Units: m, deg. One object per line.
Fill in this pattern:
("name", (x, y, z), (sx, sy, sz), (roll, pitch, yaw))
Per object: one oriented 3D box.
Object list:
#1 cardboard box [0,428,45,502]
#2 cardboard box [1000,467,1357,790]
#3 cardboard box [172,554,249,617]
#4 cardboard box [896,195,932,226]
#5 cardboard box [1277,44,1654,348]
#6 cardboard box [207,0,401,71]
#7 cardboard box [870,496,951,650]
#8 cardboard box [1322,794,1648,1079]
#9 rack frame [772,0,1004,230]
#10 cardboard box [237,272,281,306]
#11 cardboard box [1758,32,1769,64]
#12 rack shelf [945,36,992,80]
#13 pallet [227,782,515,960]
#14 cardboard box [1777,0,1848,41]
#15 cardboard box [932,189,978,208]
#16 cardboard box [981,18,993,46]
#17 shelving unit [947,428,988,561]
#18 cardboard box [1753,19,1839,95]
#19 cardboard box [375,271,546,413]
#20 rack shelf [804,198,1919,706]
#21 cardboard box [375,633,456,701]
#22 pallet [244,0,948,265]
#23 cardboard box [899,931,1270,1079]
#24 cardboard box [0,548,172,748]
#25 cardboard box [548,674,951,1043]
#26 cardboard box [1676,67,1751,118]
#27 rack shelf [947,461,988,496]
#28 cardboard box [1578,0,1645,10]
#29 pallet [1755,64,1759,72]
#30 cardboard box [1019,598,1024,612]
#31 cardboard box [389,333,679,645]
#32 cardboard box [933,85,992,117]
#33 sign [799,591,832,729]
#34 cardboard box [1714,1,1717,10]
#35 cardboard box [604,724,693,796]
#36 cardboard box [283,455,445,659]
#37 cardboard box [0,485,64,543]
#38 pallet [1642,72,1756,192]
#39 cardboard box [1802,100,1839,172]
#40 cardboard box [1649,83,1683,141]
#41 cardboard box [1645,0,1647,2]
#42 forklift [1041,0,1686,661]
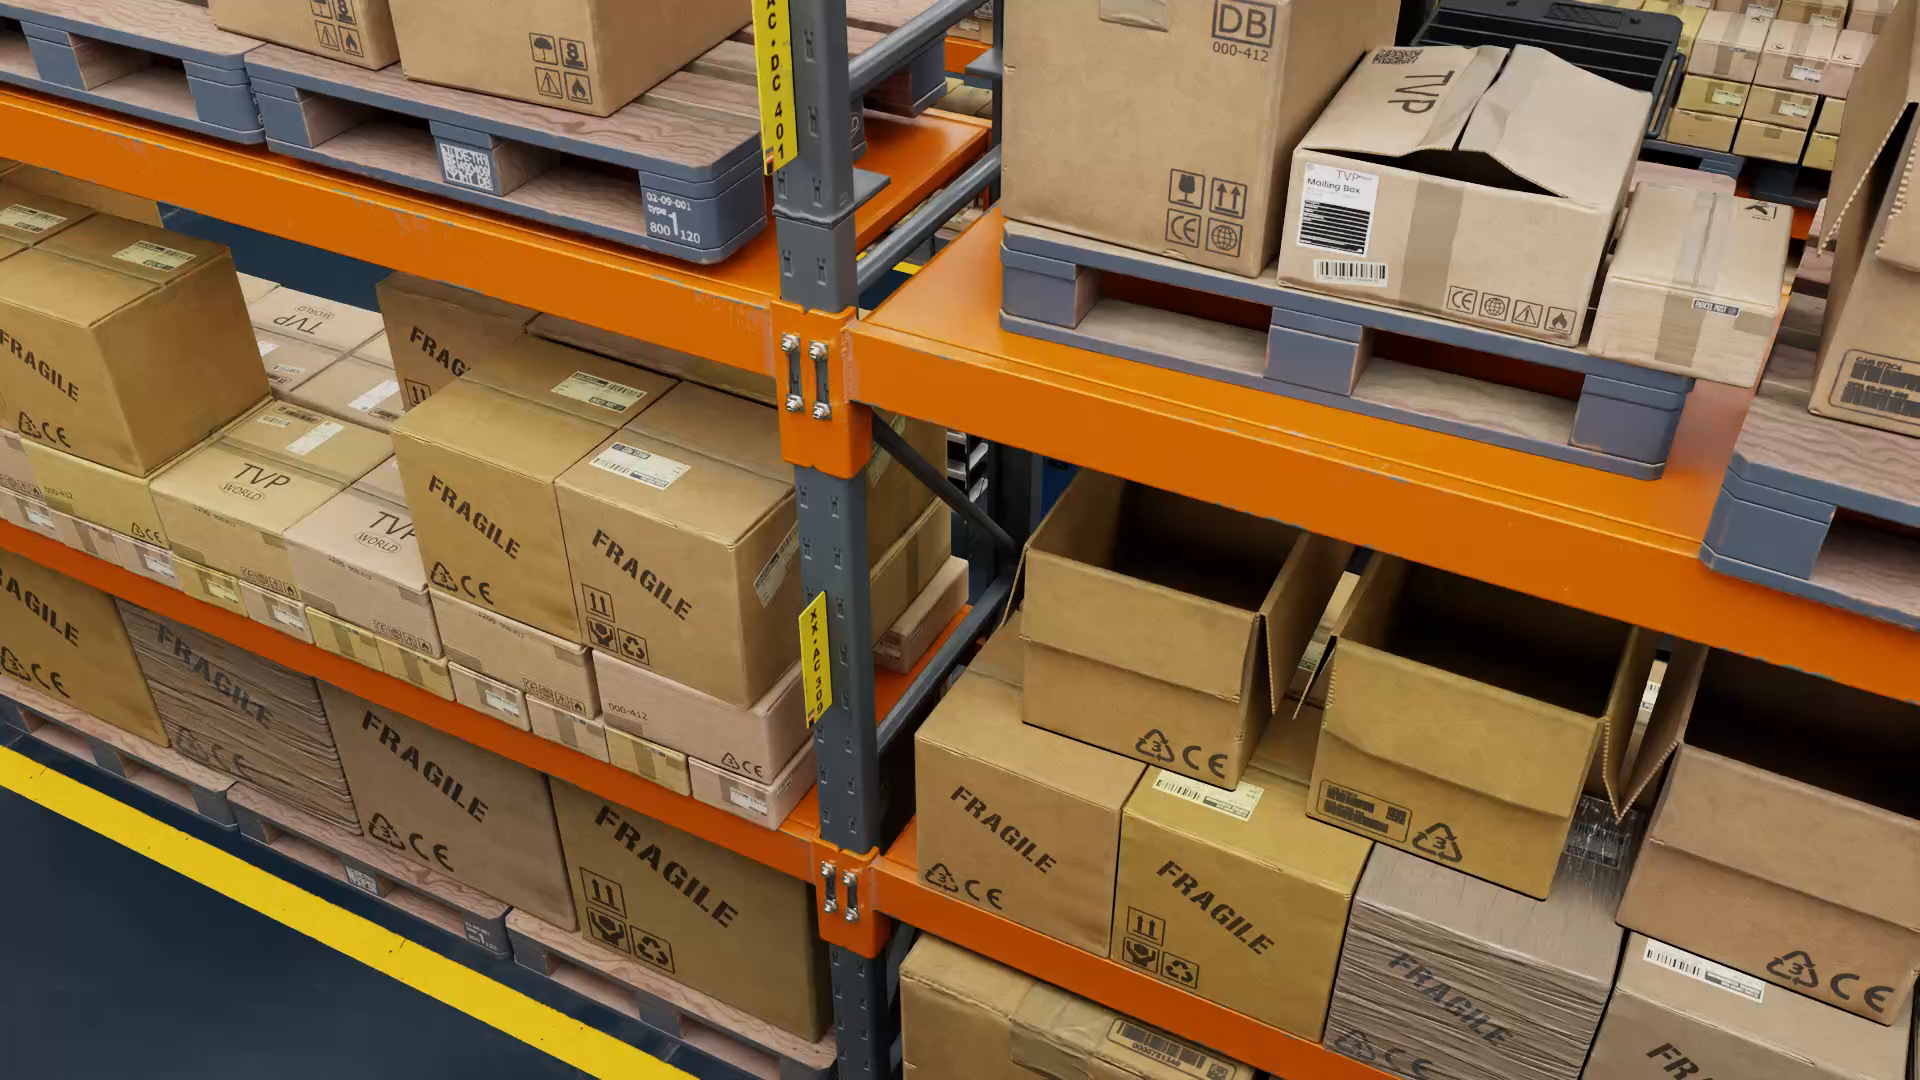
("cardboard box", (-2.846, -0.408, 5.185), (0.500, 0.250, 0.500), (17, 40, 21))
("cardboard box", (0.510, 0.077, 3.755), (0.637, 0.503, 0.797), (16, 40, 20))
("cardboard box", (-2.083, 0.034, 4.932), (0.250, 0.149, 0.380), (16, 40, 20))
("cardboard box", (-0.254, -1.894, 9.274), (0.250, 0.149, 0.380), (18, 41, 22))
("cardboard box", (0.872, -0.630, 2.844), (0.500, 0.311, 0.500), (16, 40, 20))
("cardboard box", (-1.259, -1.435, 3.667), (0.500, 0.500, 0.700), (19, 41, 24))
("cardboard box", (-0.358, 0.014, 4.629), (0.500, 0.250, 0.500), (17, 40, 21))
("cardboard box", (1.123, 0.845, 3.574), (0.500, 0.500, 0.500), (16, 40, 20))
("rack frame", (-0.061, -2.046, 2.503), (0.127, 3.000, 1.000), (17, 41, 21))
("cardboard box", (-2.611, -0.694, 5.561), (0.500, 0.250, 0.500), (17, 40, 21))
("cardboard box", (3.452, -2.256, 7.355), (0.250, 0.149, 0.380), (16, 40, 20))
("rack shelf", (0.534, -2.561, 8.738), (4.000, 0.370, 1.077), (17, 41, 21))
("pallet", (-1.788, 0.862, 5.940), (1.213, 0.211, 1.003), (17, 41, 21))
("cardboard box", (3.673, -2.298, 7.165), (0.250, 0.149, 0.380), (16, 40, 20))
("cardboard box", (0.037, -1.991, 9.156), (0.250, 0.149, 0.380), (15, 40, 19))
("cardboard box", (0.303, -2.631, 8.443), (0.250, 0.149, 0.380), (19, 41, 23))
("shelving unit", (-0.007, -0.361, 6.981), (0.210, 0.900, 0.258), (17, 41, 21))
("cardboard box", (3.373, -1.951, 6.707), (0.250, 0.149, 0.380), (17, 40, 21))
("cardboard box", (-1.267, -0.568, 4.775), (0.500, 0.500, 0.500), (16, 40, 20))
("rack shelf", (1.715, -0.009, 2.895), (4.000, 0.370, 1.077), (17, 41, 21))
("cardboard box", (-1.397, 0.249, 4.649), (0.250, 0.149, 0.380), (18, 41, 22))
("pallet", (-0.783, -1.049, 3.744), (1.213, 0.211, 1.003), (17, 41, 21))
("cardboard box", (0.516, 1.190, 4.612), (0.875, 0.875, 1.225), (18, 41, 22))
("cardboard box", (-3.008, 0.045, 6.119), (0.875, 0.875, 0.875), (17, 41, 21))
("cardboard box", (-0.610, 0.796, 5.130), (0.875, 0.875, 0.875), (17, 41, 21))
("cardboard box", (3.139, -1.906, 6.894), (0.250, 0.149, 0.380), (16, 40, 20))
("rack shelf", (-0.007, -0.262, 7.055), (0.200, 0.077, 0.258), (17, 41, 21))
("cardboard box", (2.698, -2.165, 6.989), (0.250, 0.149, 0.380), (19, 41, 23))
("pallet", (5.216, -3.692, 11.940), (1.213, 0.211, 1.003), (17, 41, 21))
("cardboard box", (0.480, 0.287, 4.308), (0.500, 0.500, 0.500), (18, 41, 22))
("cardboard box", (-1.035, -0.140, 4.211), (0.500, 0.500, 0.500), (18, 41, 22))
("cardboard box", (0.030, -2.451, 9.516), (0.250, 0.149, 0.380), (16, 40, 20))
("sign", (-0.315, 0.266, 3.638), (0.005, 0.325, 0.100), (17, 41, 21))
("cardboard box", (5.084, -4.169, 11.671), (0.875, 0.875, 0.875), (19, 41, 23))
("cardboard box", (-0.712, 0.463, 4.367), (0.250, 0.149, 0.380), (18, 41, 22))
("cardboard box", (-1.488, 0.019, 4.623), (0.500, 0.250, 0.500), (18, 41, 22))
("cardboard box", (-2.762, -0.179, 5.213), (0.250, 0.149, 0.380), (17, 40, 21))
("pallet", (2.921, -1.924, 7.463), (1.213, 0.211, 1.003), (17, 41, 21))
("cardboard box", (3.610, -1.642, 6.792), (0.250, 0.149, 0.380), (17, 40, 21))
("cardboard box", (2.917, -1.857, 7.075), (0.250, 0.149, 0.380), (18, 41, 22))
("cardboard box", (2.995, -2.514, 7.450), (0.250, 0.149, 0.380), (16, 40, 20))
("forklift", (1.682, -0.684, 5.727), (3.031, 2.935, 1.130), (16, 40, 20))
